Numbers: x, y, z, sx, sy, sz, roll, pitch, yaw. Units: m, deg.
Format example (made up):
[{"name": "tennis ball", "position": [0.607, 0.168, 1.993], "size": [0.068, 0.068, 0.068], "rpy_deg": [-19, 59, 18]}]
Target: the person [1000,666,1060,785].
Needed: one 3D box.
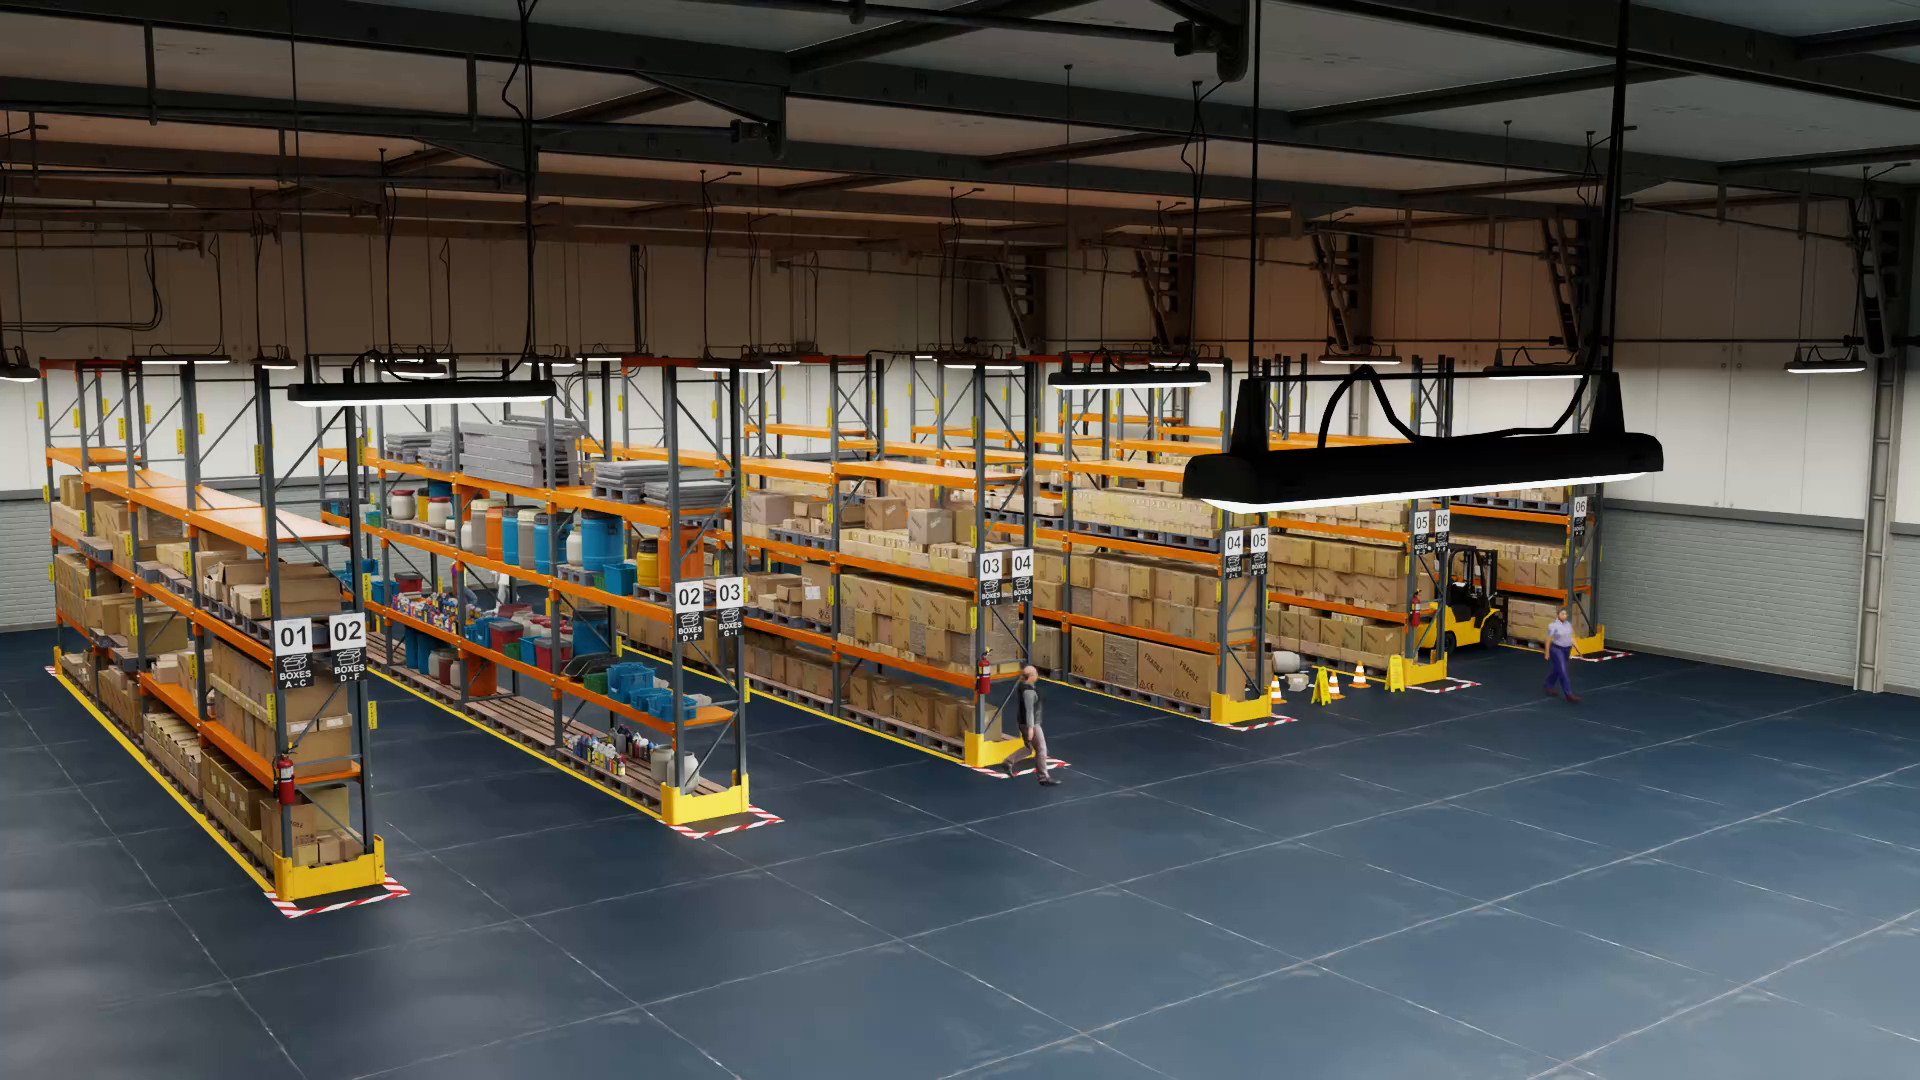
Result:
[{"name": "person", "position": [0.992, 2.638, 23.742], "size": [0.834, 1.702, 0.564], "rpy_deg": [-1, 7, -9]}]

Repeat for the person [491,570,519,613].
[{"name": "person", "position": [-10.718, 0.820, 38.673], "size": [0.548, 1.757, 0.635], "rpy_deg": [4, 8, 30]}]

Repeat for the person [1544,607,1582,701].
[{"name": "person", "position": [10.697, 1.988, 29.426], "size": [0.501, 1.596, 0.949], "rpy_deg": [-4, 8, -27]}]

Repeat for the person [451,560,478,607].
[{"name": "person", "position": [-11.220, 1.015, 37.401], "size": [0.979, 1.660, 0.545], "rpy_deg": [-3, 7, -22]}]
